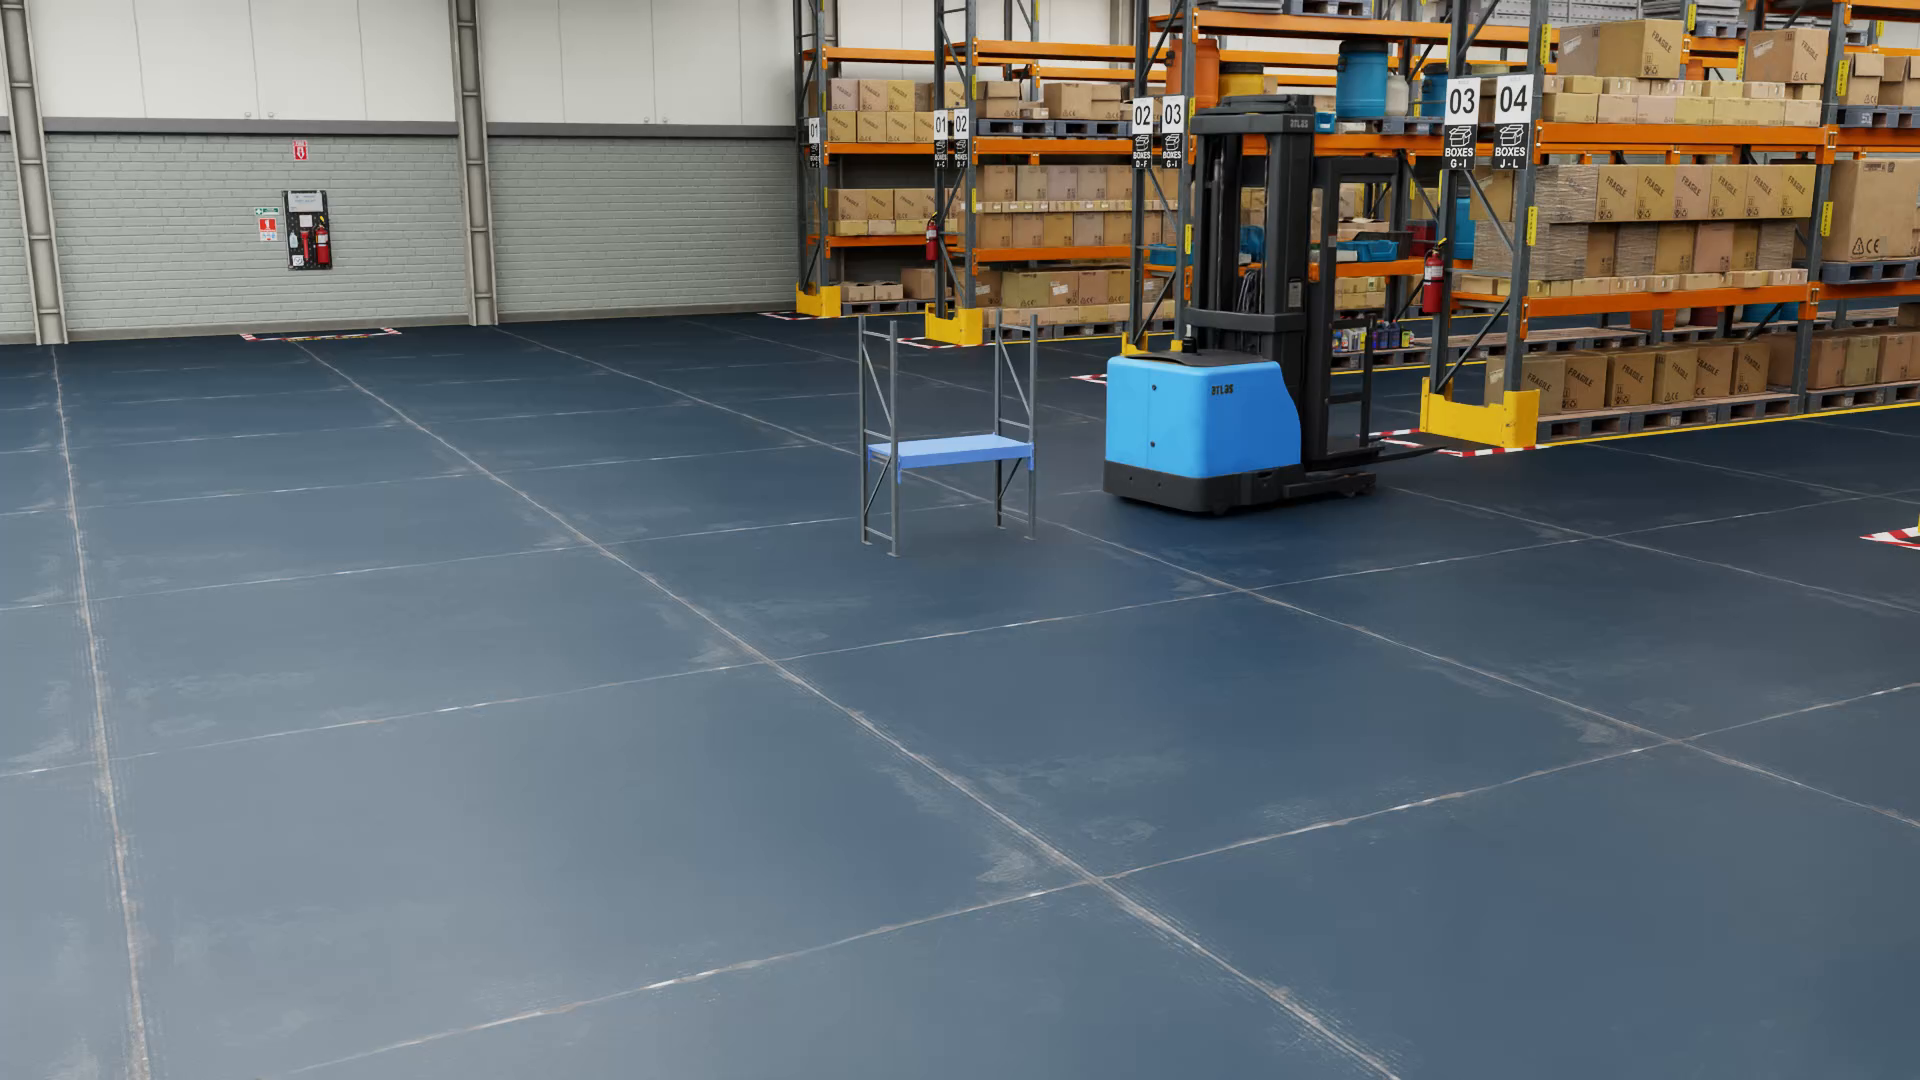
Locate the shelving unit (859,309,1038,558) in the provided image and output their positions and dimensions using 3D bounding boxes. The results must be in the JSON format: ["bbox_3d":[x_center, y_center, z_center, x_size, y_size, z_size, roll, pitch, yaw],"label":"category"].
[{"bbox_3d":[-0.075,-0.723,10.905,1.048,1.500,0.538,-7,14,-28],"label":"shelving unit"}]

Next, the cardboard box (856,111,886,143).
[{"bbox_3d":[-1.546,-6.815,27.452,0.500,0.500,0.500,-6,14,-24],"label":"cardboard box"}]

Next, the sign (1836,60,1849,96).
[{"bbox_3d":[8.450,-4.425,15.930,0.005,0.325,0.100,-7,14,-28],"label":"sign"}]

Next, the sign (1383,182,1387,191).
[{"bbox_3d":[8.353,-6.941,32.663,0.005,0.325,0.100,-7,14,-28],"label":"sign"}]

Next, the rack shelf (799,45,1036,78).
[{"bbox_3d":[-0.693,-8.041,27.988,4.000,0.370,1.077,-7,14,-28],"label":"rack shelf"}]

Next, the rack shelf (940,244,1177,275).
[{"bbox_3d":[1.684,-4.161,24.406,4.000,0.370,1.077,-7,14,-28],"label":"rack shelf"}]

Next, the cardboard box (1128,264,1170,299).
[{"bbox_3d":[2.883,-3.963,25.487,0.500,0.500,0.500,-7,14,-28],"label":"cardboard box"}]

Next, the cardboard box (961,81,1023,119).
[{"bbox_3d":[0.435,-6.148,23.255,0.637,0.503,0.797,-6,14,-24],"label":"cardboard box"}]

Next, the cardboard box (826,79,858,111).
[{"bbox_3d":[-1.994,-7.259,27.152,0.500,0.500,0.500,-8,15,-32],"label":"cardboard box"}]

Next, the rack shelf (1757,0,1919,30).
[{"bbox_3d":[9.938,-5.404,17.176,4.000,0.370,1.077,-7,14,-28],"label":"rack shelf"}]

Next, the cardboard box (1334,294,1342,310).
[{"bbox_3d":[5.712,-3.797,26.456,0.500,0.250,0.500,-6,14,-27],"label":"cardboard box"}]

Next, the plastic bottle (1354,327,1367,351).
[{"bbox_3d":[4.931,-2.512,20.472,0.185,0.351,0.144,-7,14,-28],"label":"plastic bottle"}]

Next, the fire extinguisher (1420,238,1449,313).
[{"bbox_3d":[4.351,-2.431,15.257,0.183,0.674,0.296,-7,14,-28],"label":"fire extinguisher"}]

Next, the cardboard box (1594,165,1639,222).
[{"bbox_3d":[5.728,-3.131,15.005,0.500,0.500,0.500,-7,14,-28],"label":"cardboard box"}]

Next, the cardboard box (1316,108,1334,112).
[{"bbox_3d":[6.802,-8.103,32.220,0.500,0.500,0.700,-7,15,-29],"label":"cardboard box"}]

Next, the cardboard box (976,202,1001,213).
[{"bbox_3d":[0.376,-4.667,23.309,0.250,0.149,0.380,-7,14,-28],"label":"cardboard box"}]

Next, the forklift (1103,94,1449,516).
[{"bbox_3d":[2.553,-1.837,12.596,3.031,2.935,1.130,-9,16,-36],"label":"forklift"}]

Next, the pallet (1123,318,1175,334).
[{"bbox_3d":[2.722,-3.287,25.232,1.213,0.211,1.003,-7,14,-28],"label":"pallet"}]

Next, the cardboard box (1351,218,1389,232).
[{"bbox_3d":[6.610,-5.070,27.009,0.500,0.311,0.500,-6,14,-24],"label":"cardboard box"}]

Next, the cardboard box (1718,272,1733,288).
[{"bbox_3d":[7.214,-2.523,16.062,0.250,0.149,0.380,-7,14,-28],"label":"cardboard box"}]

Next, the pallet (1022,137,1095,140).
[{"bbox_3d":[1.656,-7.093,29.391,1.003,0.211,1.213,-7,14,-28],"label":"pallet"}]

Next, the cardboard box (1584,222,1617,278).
[{"bbox_3d":[5.549,-2.714,15.434,0.500,0.500,0.875,-7,14,-28],"label":"cardboard box"}]

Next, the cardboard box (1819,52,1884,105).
[{"bbox_3d":[8.643,-4.562,16.525,0.637,0.503,0.797,-8,15,-31],"label":"cardboard box"}]

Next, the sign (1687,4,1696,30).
[{"bbox_3d":[9.590,-6.853,21.797,0.005,0.325,0.100,-7,14,-28],"label":"sign"}]

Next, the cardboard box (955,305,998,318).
[{"bbox_3d":[0.258,-3.279,24.151,0.500,0.250,0.500,-7,14,-28],"label":"cardboard box"}]

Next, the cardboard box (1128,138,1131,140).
[{"bbox_3d":[3.392,-7.503,30.502,0.637,0.503,0.797,-5,14,-20],"label":"cardboard box"}]

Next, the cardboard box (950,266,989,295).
[{"bbox_3d":[0.171,-4.555,29.209,0.500,0.500,0.500,-8,15,-32],"label":"cardboard box"}]

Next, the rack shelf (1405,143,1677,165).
[{"bbox_3d":[7.565,-5.090,21.703,4.000,0.370,1.077,-7,14,-28],"label":"rack shelf"}]

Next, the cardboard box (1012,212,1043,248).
[{"bbox_3d":[0.803,-4.453,23.838,0.500,0.500,0.700,-6,14,-26],"label":"cardboard box"}]

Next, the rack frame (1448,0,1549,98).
[{"bbox_3d":[4.672,-5.319,14.249,0.127,3.000,1.000,-7,14,-28],"label":"rack frame"}]

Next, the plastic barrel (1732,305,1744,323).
[{"bbox_3d":[11.186,-3.430,24.227,0.421,0.512,0.421,0,13,0],"label":"plastic barrel"}]

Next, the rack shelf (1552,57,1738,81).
[{"bbox_3d":[12.217,-8.349,29.357,4.000,0.370,1.077,-7,14,-28],"label":"rack shelf"}]

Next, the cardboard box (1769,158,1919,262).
[{"bbox_3d":[8.947,-3.367,16.917,1.000,1.000,1.000,-7,14,-27],"label":"cardboard box"}]

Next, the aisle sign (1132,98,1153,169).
[{"bbox_3d":[2.093,-4.665,19.084,0.004,0.787,0.394,-7,14,-28],"label":"aisle sign"}]

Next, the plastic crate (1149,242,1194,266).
[{"bbox_3d":[2.595,-3.385,19.655,0.616,0.251,0.499,-7,14,-28],"label":"plastic crate"}]

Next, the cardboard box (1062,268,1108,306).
[{"bbox_3d":[1.824,-3.702,24.324,0.500,0.500,0.500,-7,14,-28],"label":"cardboard box"}]

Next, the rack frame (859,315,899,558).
[{"bbox_3d":[-0.521,-0.669,10.667,0.032,1.500,0.500,-7,14,-28],"label":"rack frame"}]

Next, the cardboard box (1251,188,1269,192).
[{"bbox_3d":[5.567,-6.722,31.487,0.500,0.250,0.500,-7,14,-29],"label":"cardboard box"}]

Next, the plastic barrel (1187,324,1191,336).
[{"bbox_3d":[2.840,-2.422,19.749,0.421,0.512,0.421,0,13,0],"label":"plastic barrel"}]

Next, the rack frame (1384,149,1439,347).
[{"bbox_3d":[5.810,-3.768,21.018,0.127,3.000,1.000,-7,14,-28],"label":"rack frame"}]

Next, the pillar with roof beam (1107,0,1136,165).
[{"bbox_3d":[5.081,-8.225,27.160,0.400,9.000,9.100,-7,14,-28],"label":"pillar with roof beam"}]

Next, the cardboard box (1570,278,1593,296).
[{"bbox_3d":[5.492,-2.300,15.068,0.250,0.149,0.380,-7,14,-28],"label":"cardboard box"}]

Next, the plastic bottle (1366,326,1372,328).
[{"bbox_3d":[5.121,-2.536,20.747,0.135,0.276,0.152,-7,14,-28],"label":"plastic bottle"}]

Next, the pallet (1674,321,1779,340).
[{"bbox_3d":[11.062,-3.046,24.165,1.213,0.211,1.003,-7,14,-28],"label":"pallet"}]

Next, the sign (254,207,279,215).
[{"bbox_3d":[-10.228,-4.849,24.535,0.331,0.109,0.001,-7,14,-28],"label":"sign"}]

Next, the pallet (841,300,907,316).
[{"bbox_3d":[-1.651,-3.982,28.323,1.213,0.211,1.003,-7,14,-28],"label":"pallet"}]

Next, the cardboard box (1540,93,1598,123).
[{"bbox_3d":[5.219,-3.783,14.598,0.500,0.250,0.500,-6,14,-26],"label":"cardboard box"}]

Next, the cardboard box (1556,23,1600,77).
[{"bbox_3d":[5.911,-4.505,15.421,0.500,0.500,0.500,-7,14,-28],"label":"cardboard box"}]

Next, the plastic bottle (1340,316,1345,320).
[{"bbox_3d":[4.902,-2.685,21.239,0.185,0.351,0.144,-6,14,-26],"label":"plastic bottle"}]

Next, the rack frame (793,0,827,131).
[{"bbox_3d":[-2.448,-8.183,26.973,0.127,3.000,1.000,-7,14,-28],"label":"rack frame"}]

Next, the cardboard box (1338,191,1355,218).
[{"bbox_3d":[7.357,-6.569,32.517,0.500,0.500,0.500,-7,14,-27],"label":"cardboard box"}]

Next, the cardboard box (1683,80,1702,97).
[{"bbox_3d":[6.603,-4.157,15.350,0.250,0.149,0.380,-7,15,-30],"label":"cardboard box"}]

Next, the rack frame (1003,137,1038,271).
[{"bbox_3d":[1.063,-5.677,29.502,0.127,3.000,1.000,-7,14,-28],"label":"rack frame"}]

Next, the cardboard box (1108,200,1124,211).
[{"bbox_3d":[2.188,-4.885,24.277,0.250,0.149,0.380,-6,14,-26],"label":"cardboard box"}]

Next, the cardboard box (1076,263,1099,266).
[{"bbox_3d":[2.130,-4.817,30.371,0.500,0.500,0.700,-7,15,-29],"label":"cardboard box"}]

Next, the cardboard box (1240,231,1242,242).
[{"bbox_3d":[4.315,-4.654,25.528,0.250,0.149,0.380,-7,14,-28],"label":"cardboard box"}]
